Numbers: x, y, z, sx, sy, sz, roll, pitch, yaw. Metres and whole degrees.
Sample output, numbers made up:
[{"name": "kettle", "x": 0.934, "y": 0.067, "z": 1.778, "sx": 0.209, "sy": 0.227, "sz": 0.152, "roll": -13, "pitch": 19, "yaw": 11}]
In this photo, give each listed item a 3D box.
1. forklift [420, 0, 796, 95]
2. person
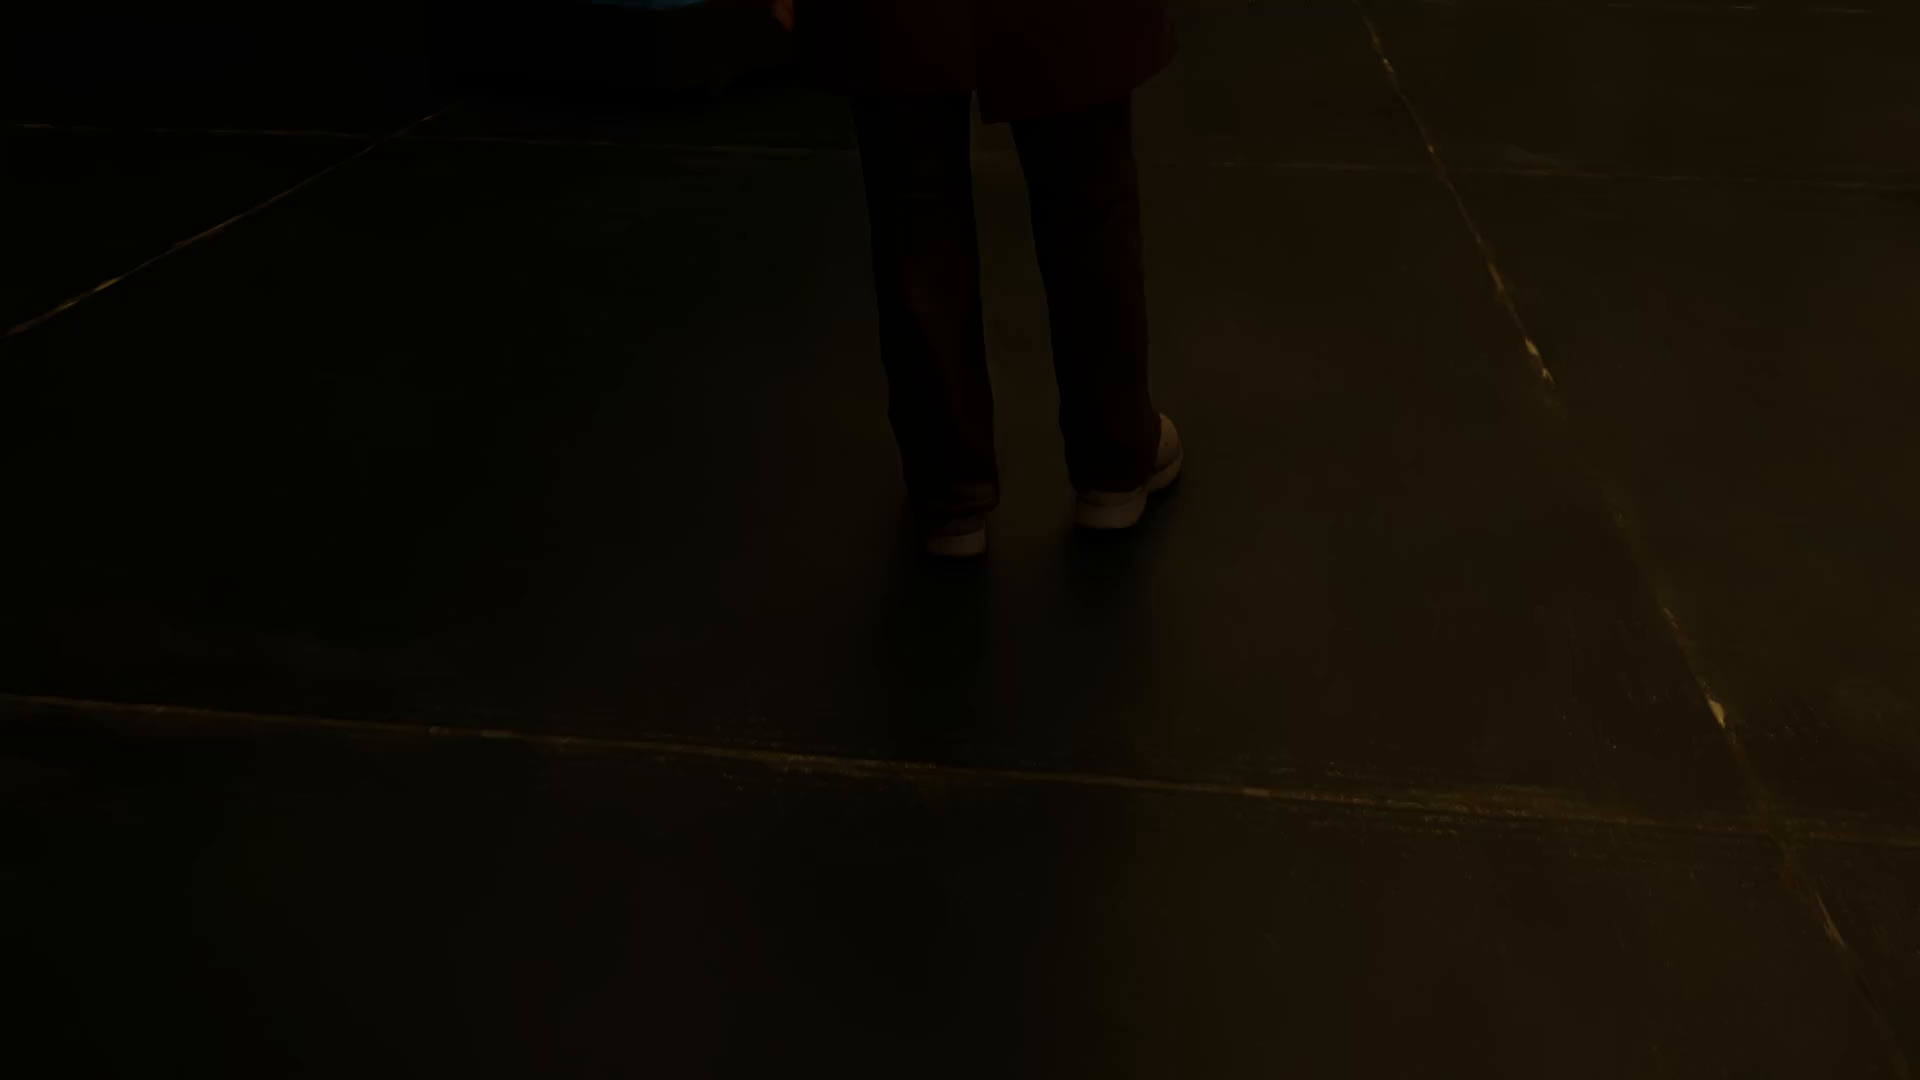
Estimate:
[{"name": "forklift", "x": -0.640, "y": -3.318, "z": 5.869, "sx": 1.130, "sy": 2.935, "sz": 3.031, "roll": 13, "pitch": 29, "yaw": 24}, {"name": "person", "x": 0.017, "y": -0.843, "z": 2.183, "sx": 0.694, "sy": 1.776, "sz": 0.575, "roll": 3, "pitch": 27, "yaw": 7}]
